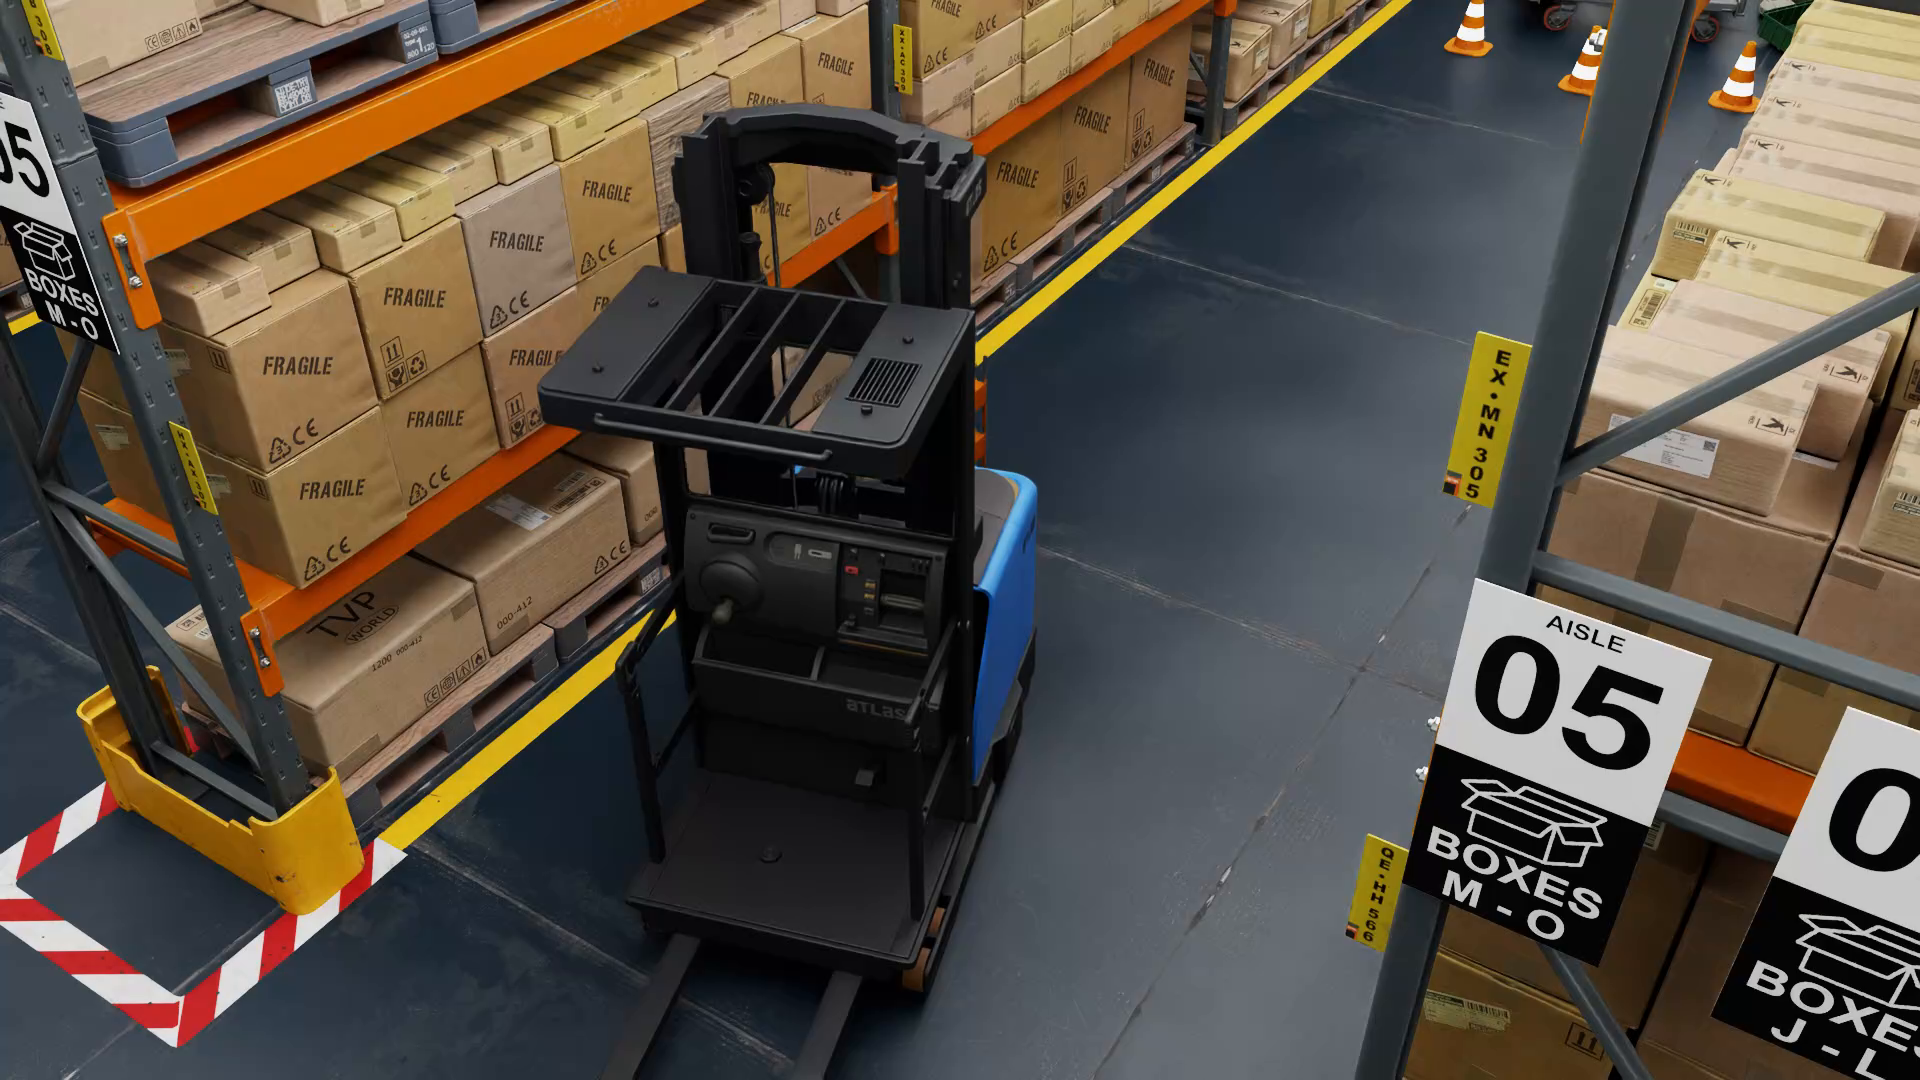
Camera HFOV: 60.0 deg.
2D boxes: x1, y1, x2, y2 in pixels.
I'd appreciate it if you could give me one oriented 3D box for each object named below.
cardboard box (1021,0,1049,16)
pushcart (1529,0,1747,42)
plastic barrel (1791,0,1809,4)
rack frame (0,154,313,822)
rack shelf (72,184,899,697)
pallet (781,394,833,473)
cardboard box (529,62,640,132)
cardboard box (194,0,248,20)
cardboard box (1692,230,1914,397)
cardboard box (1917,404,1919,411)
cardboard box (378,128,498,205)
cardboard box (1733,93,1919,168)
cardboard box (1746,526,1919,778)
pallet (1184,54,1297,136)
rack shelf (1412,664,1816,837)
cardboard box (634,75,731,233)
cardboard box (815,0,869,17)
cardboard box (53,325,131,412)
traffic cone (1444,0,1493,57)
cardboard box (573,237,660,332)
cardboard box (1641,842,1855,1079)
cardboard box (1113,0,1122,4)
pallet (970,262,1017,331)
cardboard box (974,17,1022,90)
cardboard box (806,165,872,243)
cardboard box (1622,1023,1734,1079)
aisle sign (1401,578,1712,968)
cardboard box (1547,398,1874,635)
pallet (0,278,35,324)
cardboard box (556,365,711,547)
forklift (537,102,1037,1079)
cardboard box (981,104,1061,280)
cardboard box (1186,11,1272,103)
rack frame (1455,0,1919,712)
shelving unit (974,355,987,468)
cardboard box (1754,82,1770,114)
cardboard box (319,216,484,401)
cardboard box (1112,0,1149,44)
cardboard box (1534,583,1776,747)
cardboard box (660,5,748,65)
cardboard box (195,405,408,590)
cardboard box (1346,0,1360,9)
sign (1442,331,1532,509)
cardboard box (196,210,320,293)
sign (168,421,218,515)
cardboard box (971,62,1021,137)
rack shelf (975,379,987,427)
[{"bbox_3d":[0.257,-3.194,8.975,0.500,0.500,0.500,20,42,24],"label":"cardboard box"},{"bbox_3d":[5.496,-4.462,13.668,1.648,0.377,0.936,8,38,10],"label":"pushcart"},{"bbox_3d":[7.091,-4.720,13.965,0.421,0.421,0.512,-11,39,-14],"label":"plastic barrel"},{"bbox_3d":[-2.885,-0.034,5.777,1.000,3.000,0.127,21,42,25],"label":"rack frame"},{"bbox_3d":[-1.813,-0.780,7.334,1.077,0.370,4.000,21,42,25],"label":"rack shelf"},{"bbox_3d":[-1.215,-0.625,8.828,1.003,0.211,1.213,21,42,25],"label":"pallet"},{"bbox_3d":[-1.495,-1.756,6.578,0.380,0.149,0.250,21,42,25],"label":"cardboard box"},{"bbox_3d":[-2.562,-1.832,5.432,0.380,0.149,0.250,18,41,22],"label":"cardboard box"},{"bbox_3d":[1.631,-0.447,3.242,0.380,0.149,0.250,20,42,24],"label":"cardboard box"},{"bbox_3d":[1.867,-0.170,2.882,0.380,0.149,0.250,23,43,27],"label":"cardboard box"},{"bbox_3d":[-1.922,-1.368,6.075,0.380,0.149,0.250,22,43,26],"label":"cardboard box"},{"bbox_3d":[1.992,-0.869,3.790,0.380,0.149,0.250,22,43,26],"label":"cardboard box"},{"bbox_3d":[1.806,0.257,3.066,0.500,0.250,0.500,23,43,27],"label":"cardboard box"},{"bbox_3d":[1.821,-3.456,12.500,1.003,0.211,1.213,21,42,25],"label":"pallet"},{"bbox_3d":[2.421,-0.401,4.385,1.077,0.370,4.000,21,42,25],"label":"rack shelf"},{"bbox_3d":[-1.305,-1.674,7.003,0.500,0.500,0.500,22,43,26],"label":"cardboard box"},{"bbox_3d":[-0.638,-2.526,7.577,0.380,0.149,0.250,20,42,24],"label":"cardboard box"},{"bbox_3d":[-2.827,-0.796,5.864,0.500,0.500,0.500,23,43,27],"label":"cardboard box"},{"bbox_3d":[4.062,-4.118,13.153,0.336,0.463,0.334,21,42,25],"label":"traffic cone"},{"bbox_3d":[-1.596,-1.017,6.970,0.500,0.500,0.500,23,43,27],"label":"cardboard box"},{"bbox_3d":[1.814,0.835,3.505,0.500,0.500,0.500,21,42,25],"label":"cardboard box"},{"bbox_3d":[0.828,-3.428,9.893,0.500,0.250,0.500,20,42,24],"label":"cardboard box"},{"bbox_3d":[-0.392,-1.414,9.851,1.003,0.211,1.213,21,42,25],"label":"pallet"},{"bbox_3d":[-0.012,-2.647,8.880,0.500,0.250,0.500,22,43,26],"label":"cardboard box"},{"bbox_3d":[-0.774,-1.813,8.003,0.500,0.500,0.500,22,43,26],"label":"cardboard box"},{"bbox_3d":[1.823,1.234,3.806,0.500,0.500,0.500,23,43,27],"label":"cardboard box"},{"bbox_3d":[1.057,0.443,3.029,0.394,0.787,0.004,21,42,25],"label":"aisle sign"},{"bbox_3d":[1.381,-0.114,3.137,0.500,0.250,0.500,20,42,24],"label":"cardboard box"},{"bbox_3d":[-5.956,-1.628,10.129,1.003,0.211,1.213,21,42,25],"label":"pallet"},{"bbox_3d":[-1.648,-0.497,8.133,0.875,0.438,0.875,20,42,24],"label":"cardboard box"},{"bbox_3d":[-0.556,0.213,5.513,1.130,2.935,3.031,10,39,12],"label":"forklift"},{"bbox_3d":[0.000,-2.235,10.028,0.875,0.875,0.875,22,43,26],"label":"cardboard box"},{"bbox_3d":[1.713,-3.572,12.174,0.950,0.372,0.625,18,41,22],"label":"cardboard box"},{"bbox_3d":[1.349,-0.843,1.912,1.000,3.000,0.127,21,42,25],"label":"rack frame"},{"bbox_3d":[-0.029,-0.388,7.833,0.215,1.050,0.252,21,42,25],"label":"shelving unit"},{"bbox_3d":[2.211,-0.898,4.154,0.500,0.250,0.500,19,42,23],"label":"cardboard box"},{"bbox_3d":[-2.116,-0.893,5.990,0.500,0.500,0.500,20,42,24],"label":"cardboard box"},{"bbox_3d":[0.806,-3.230,10.046,0.500,0.250,0.500,21,42,25],"label":"cardboard box"},{"bbox_3d":[1.369,0.083,3.290,0.500,0.250,0.500,20,42,24],"label":"cardboard box"},{"bbox_3d":[-1.133,-2.164,7.107,0.380,0.149,0.250,21,42,25],"label":"cardboard box"},{"bbox_3d":[-2.385,-0.227,5.946,0.500,0.500,0.500,21,42,25],"label":"cardboard box"},{"bbox_3d":[2.883,-4.703,13.642,0.950,0.372,0.625,24,44,28],"label":"cardboard box"},{"bbox_3d":[0.891,-0.198,2.807,0.100,0.325,0.005,21,42,25],"label":"sign"},{"bbox_3d":[-2.380,-0.977,5.568,0.380,0.149,0.250,22,43,26],"label":"cardboard box"},{"bbox_3d":[-2.419,-0.224,5.249,0.100,0.325,0.005,21,42,25],"label":"sign"},{"bbox_3d":[-0.007,-2.445,9.026,0.500,0.250,0.500,20,42,24],"label":"cardboard box"},{"bbox_3d":[-0.029,-0.605,7.666,0.215,0.259,0.240,21,42,25],"label":"rack shelf"}]
